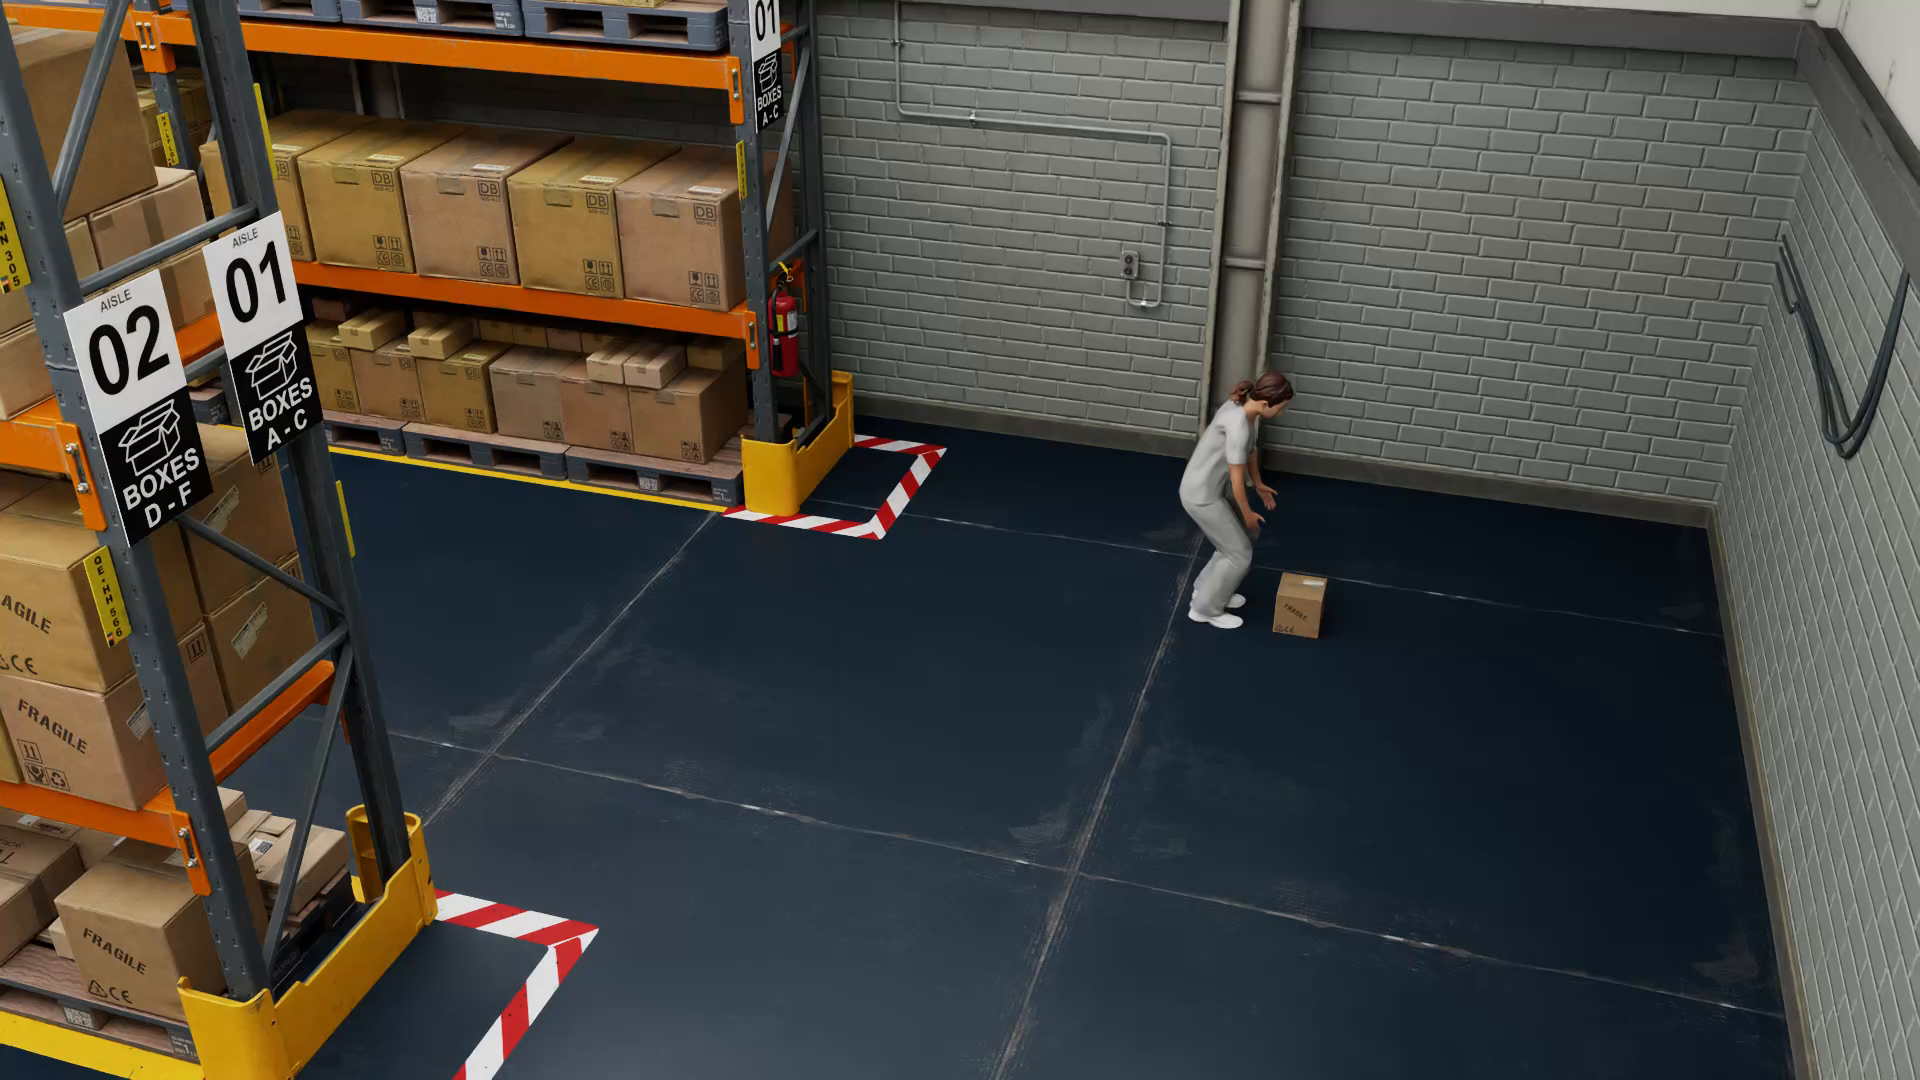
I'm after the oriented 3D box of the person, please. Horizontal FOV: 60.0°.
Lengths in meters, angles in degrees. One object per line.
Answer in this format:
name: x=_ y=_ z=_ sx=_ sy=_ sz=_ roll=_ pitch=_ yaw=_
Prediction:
person: x=1.493 y=-0.251 z=9.144 sx=0.553 sy=1.493 sz=0.486 roll=9 pitch=31 yaw=15
